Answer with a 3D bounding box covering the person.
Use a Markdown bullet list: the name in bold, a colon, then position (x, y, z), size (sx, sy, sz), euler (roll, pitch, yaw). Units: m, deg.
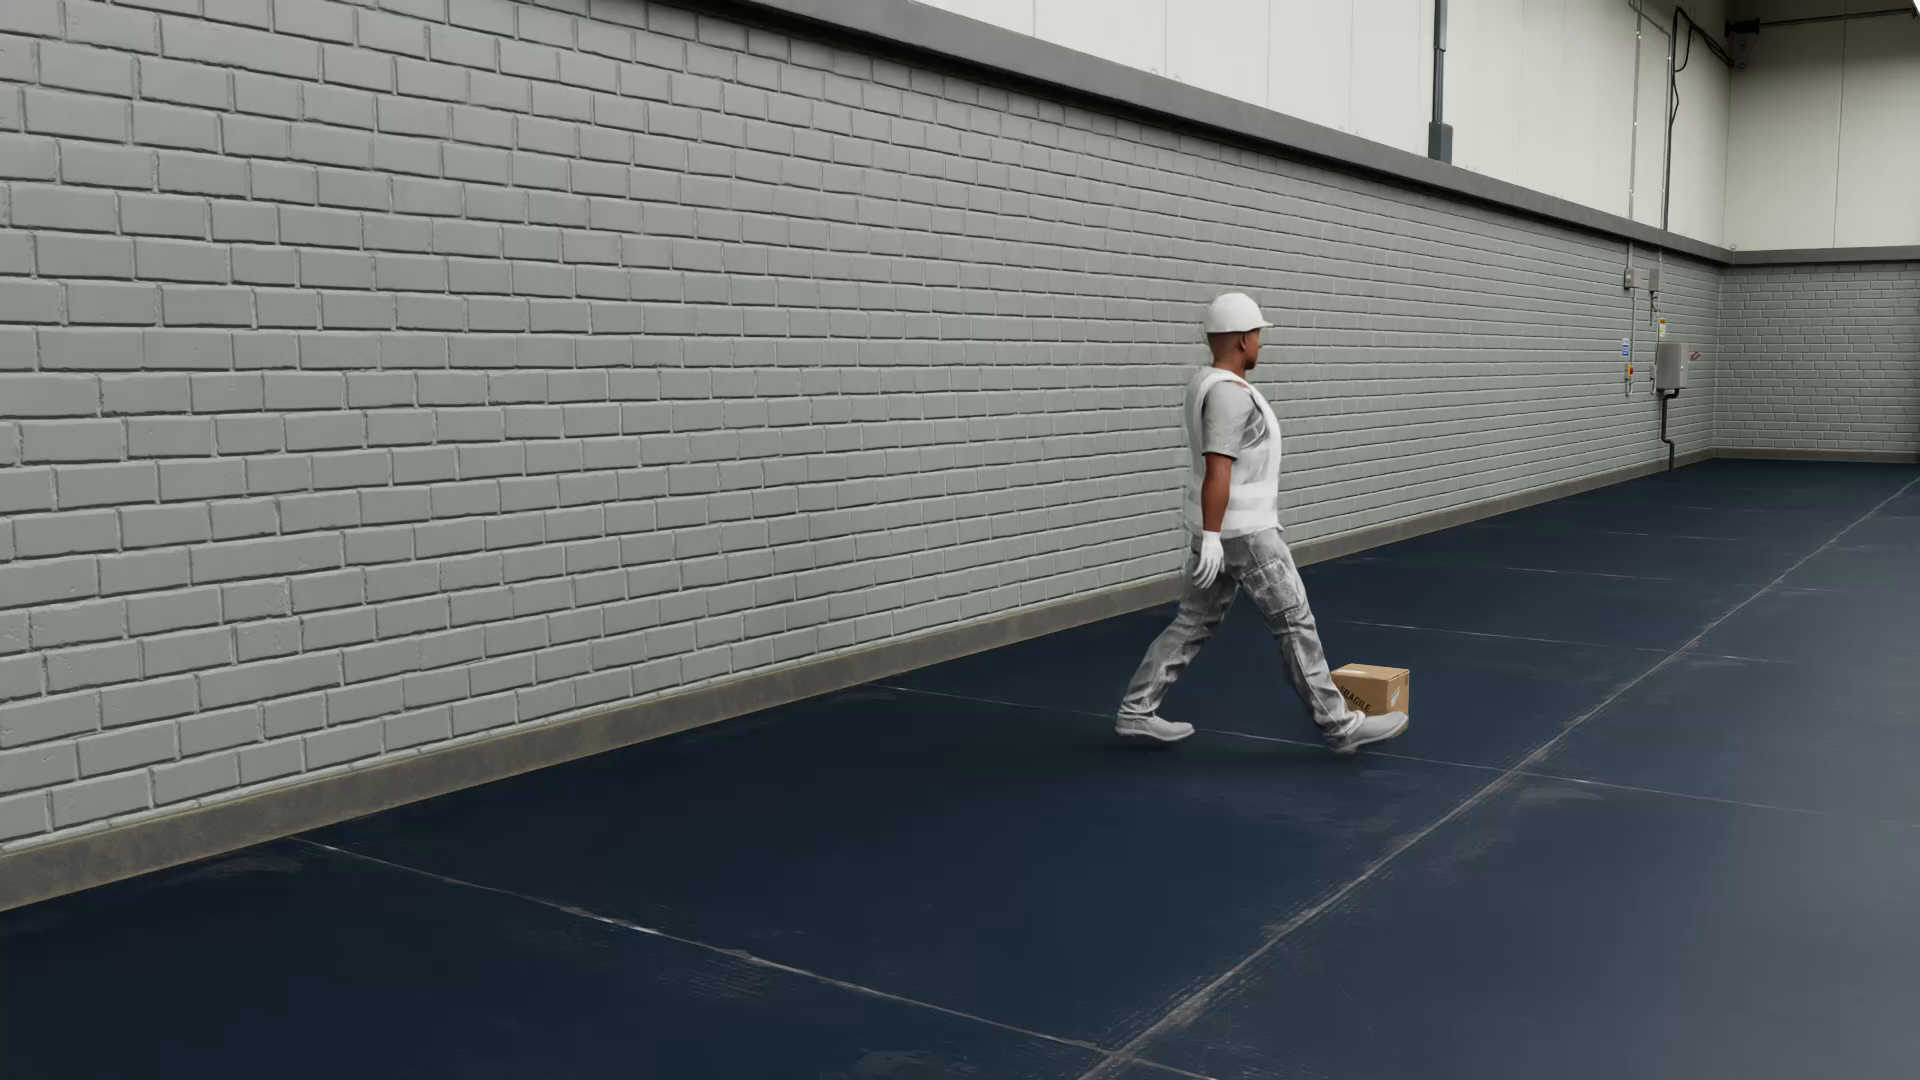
- **person**: position (1.134, -0.060, 6.257), size (1.058, 1.720, 0.586), euler (0, 6, -4)
